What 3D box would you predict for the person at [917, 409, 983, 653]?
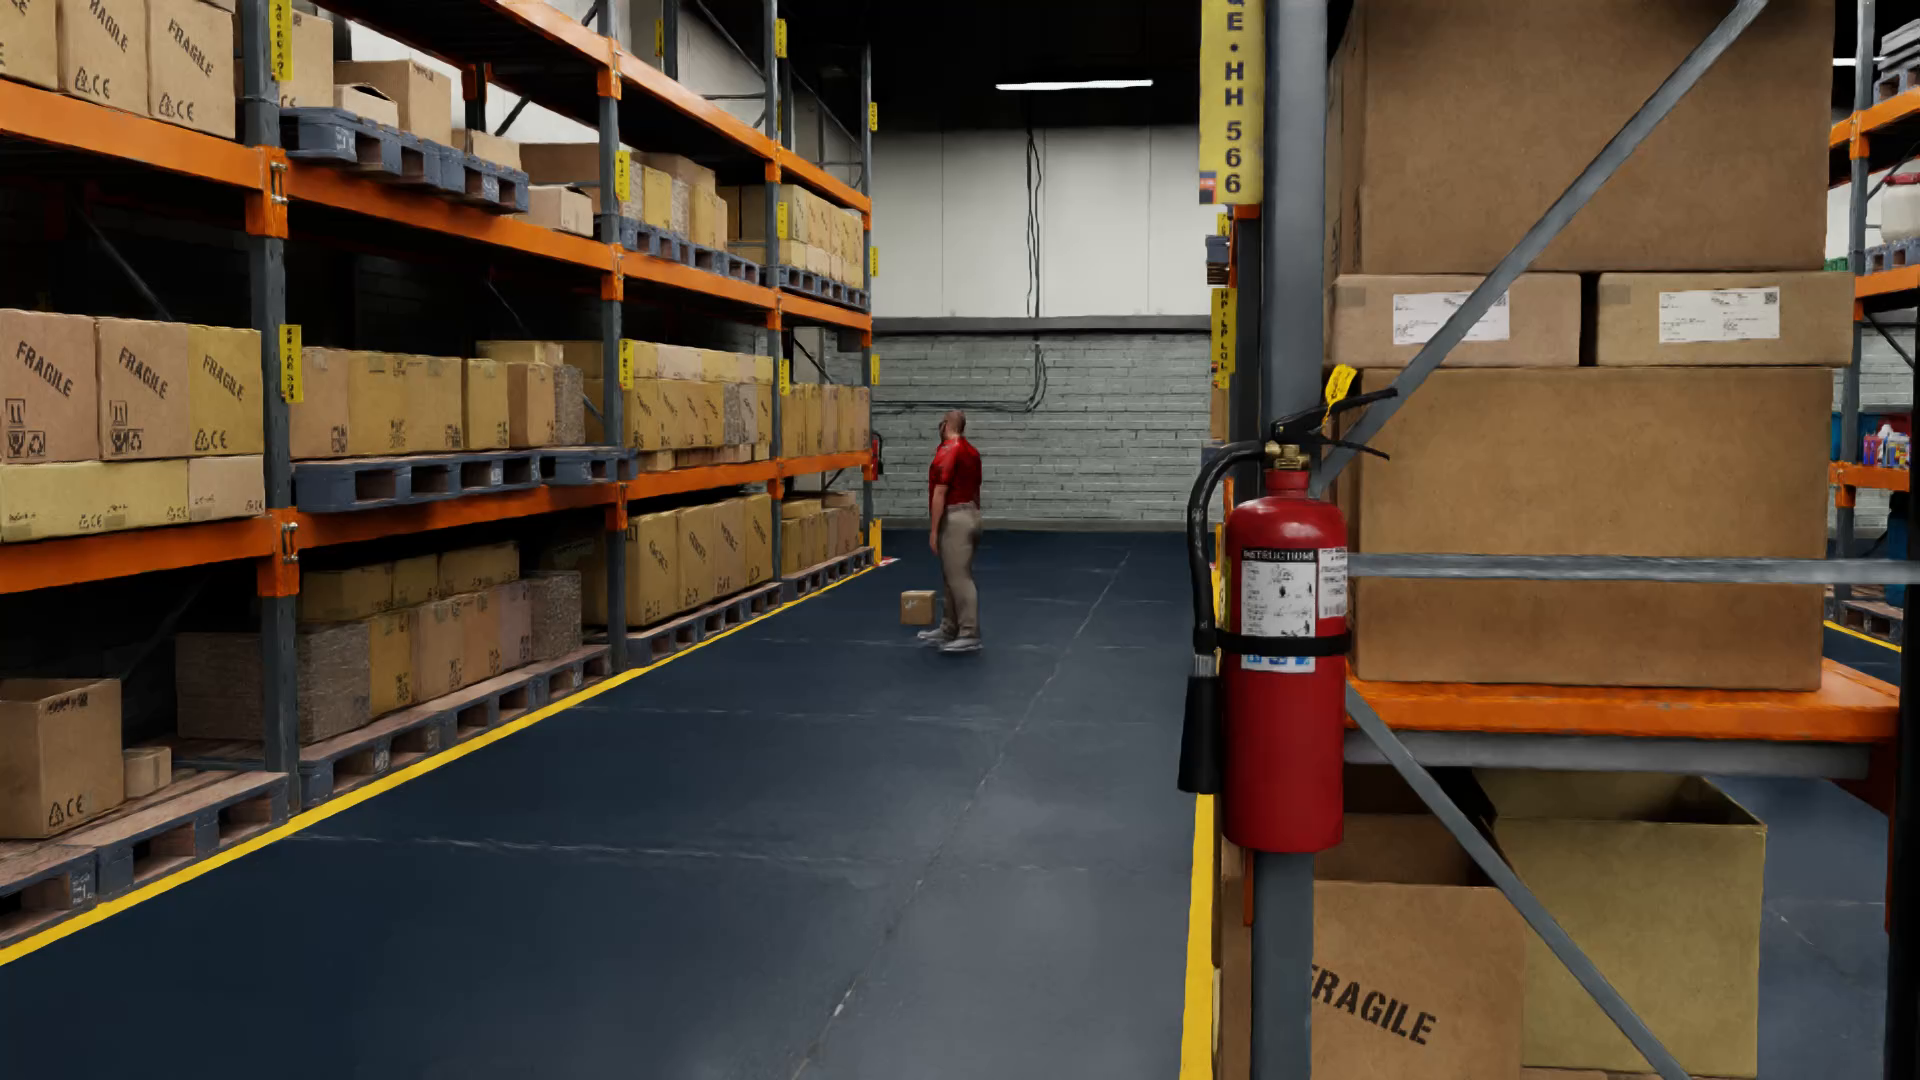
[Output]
[{"bbox_3d":[-0.076,-0.083,12.034,0.599,1.721,0.666,2,5,21],"label":"person"}]
